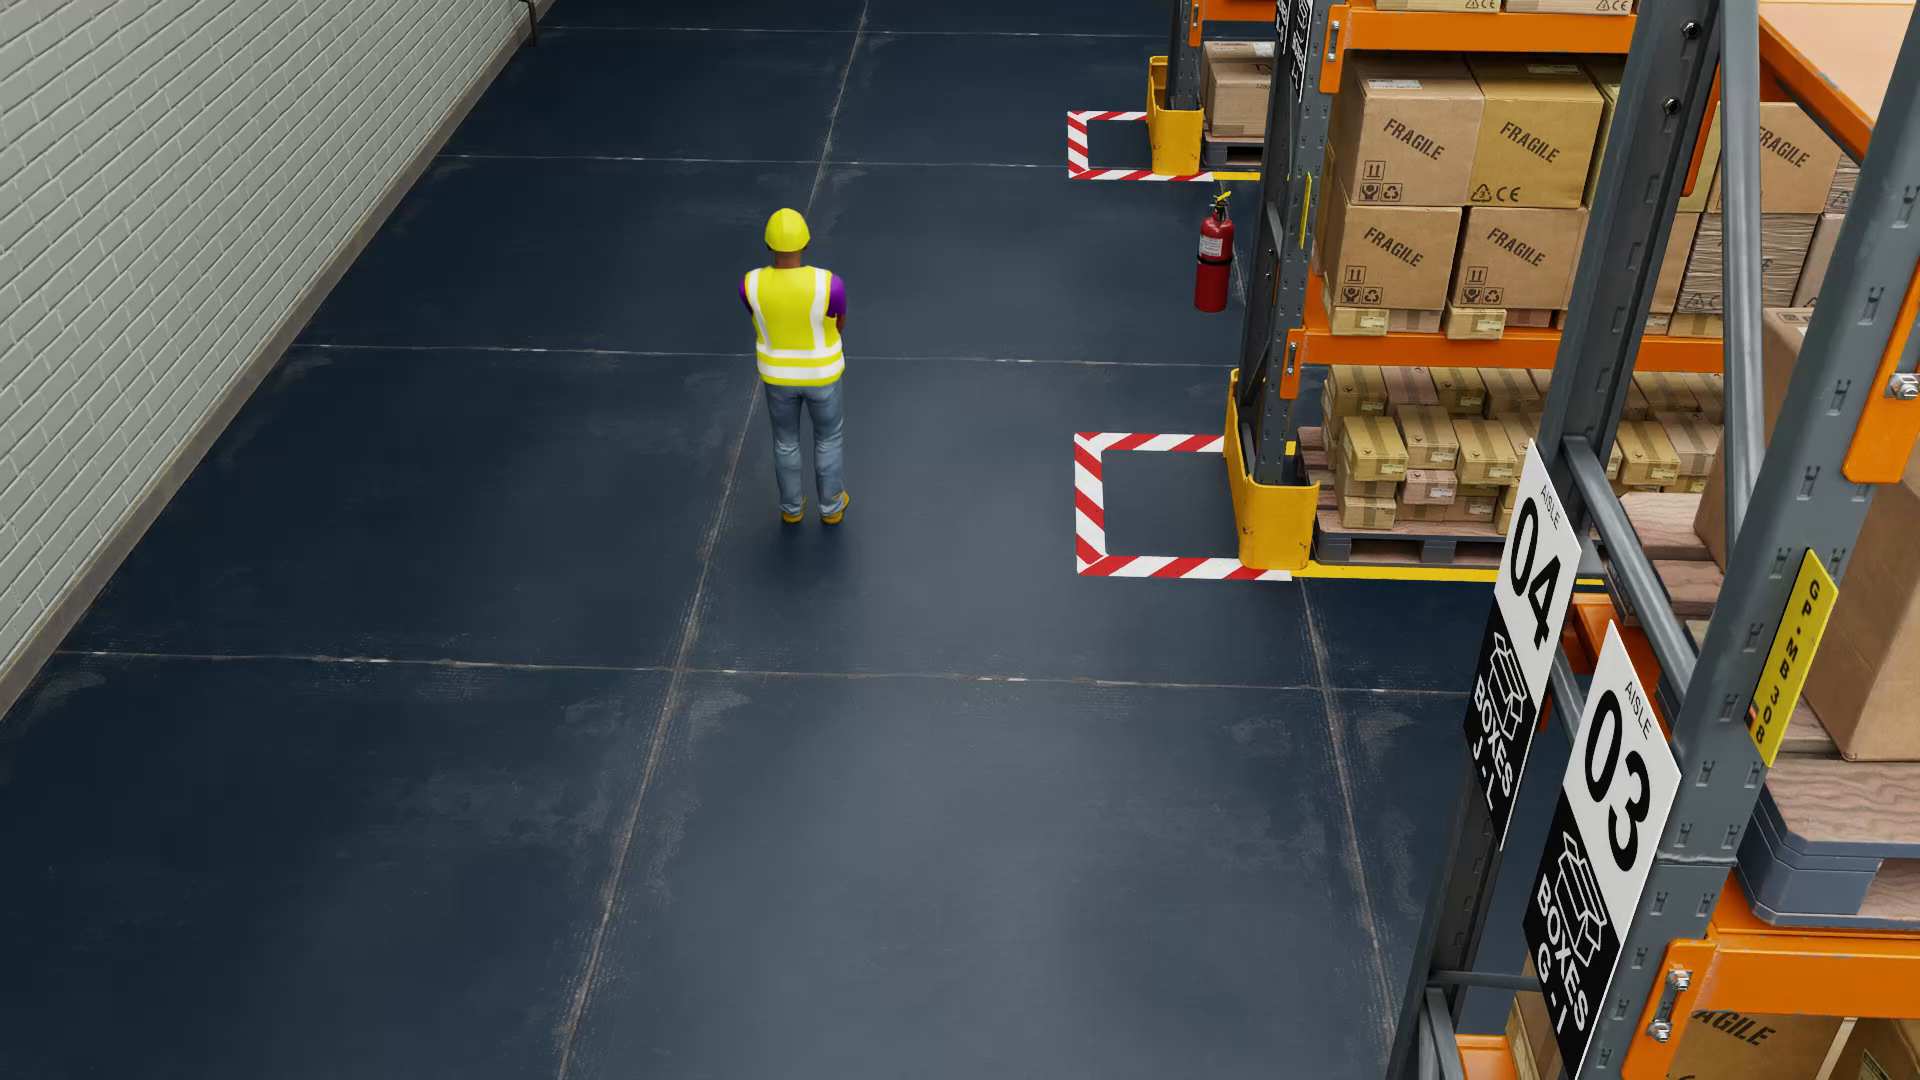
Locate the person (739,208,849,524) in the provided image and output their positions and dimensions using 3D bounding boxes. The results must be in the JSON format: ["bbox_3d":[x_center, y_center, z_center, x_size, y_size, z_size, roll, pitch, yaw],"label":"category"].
[{"bbox_3d":[-0.796,-0.891,8.349,0.504,1.762,0.566,2,36,2],"label":"person"}]
